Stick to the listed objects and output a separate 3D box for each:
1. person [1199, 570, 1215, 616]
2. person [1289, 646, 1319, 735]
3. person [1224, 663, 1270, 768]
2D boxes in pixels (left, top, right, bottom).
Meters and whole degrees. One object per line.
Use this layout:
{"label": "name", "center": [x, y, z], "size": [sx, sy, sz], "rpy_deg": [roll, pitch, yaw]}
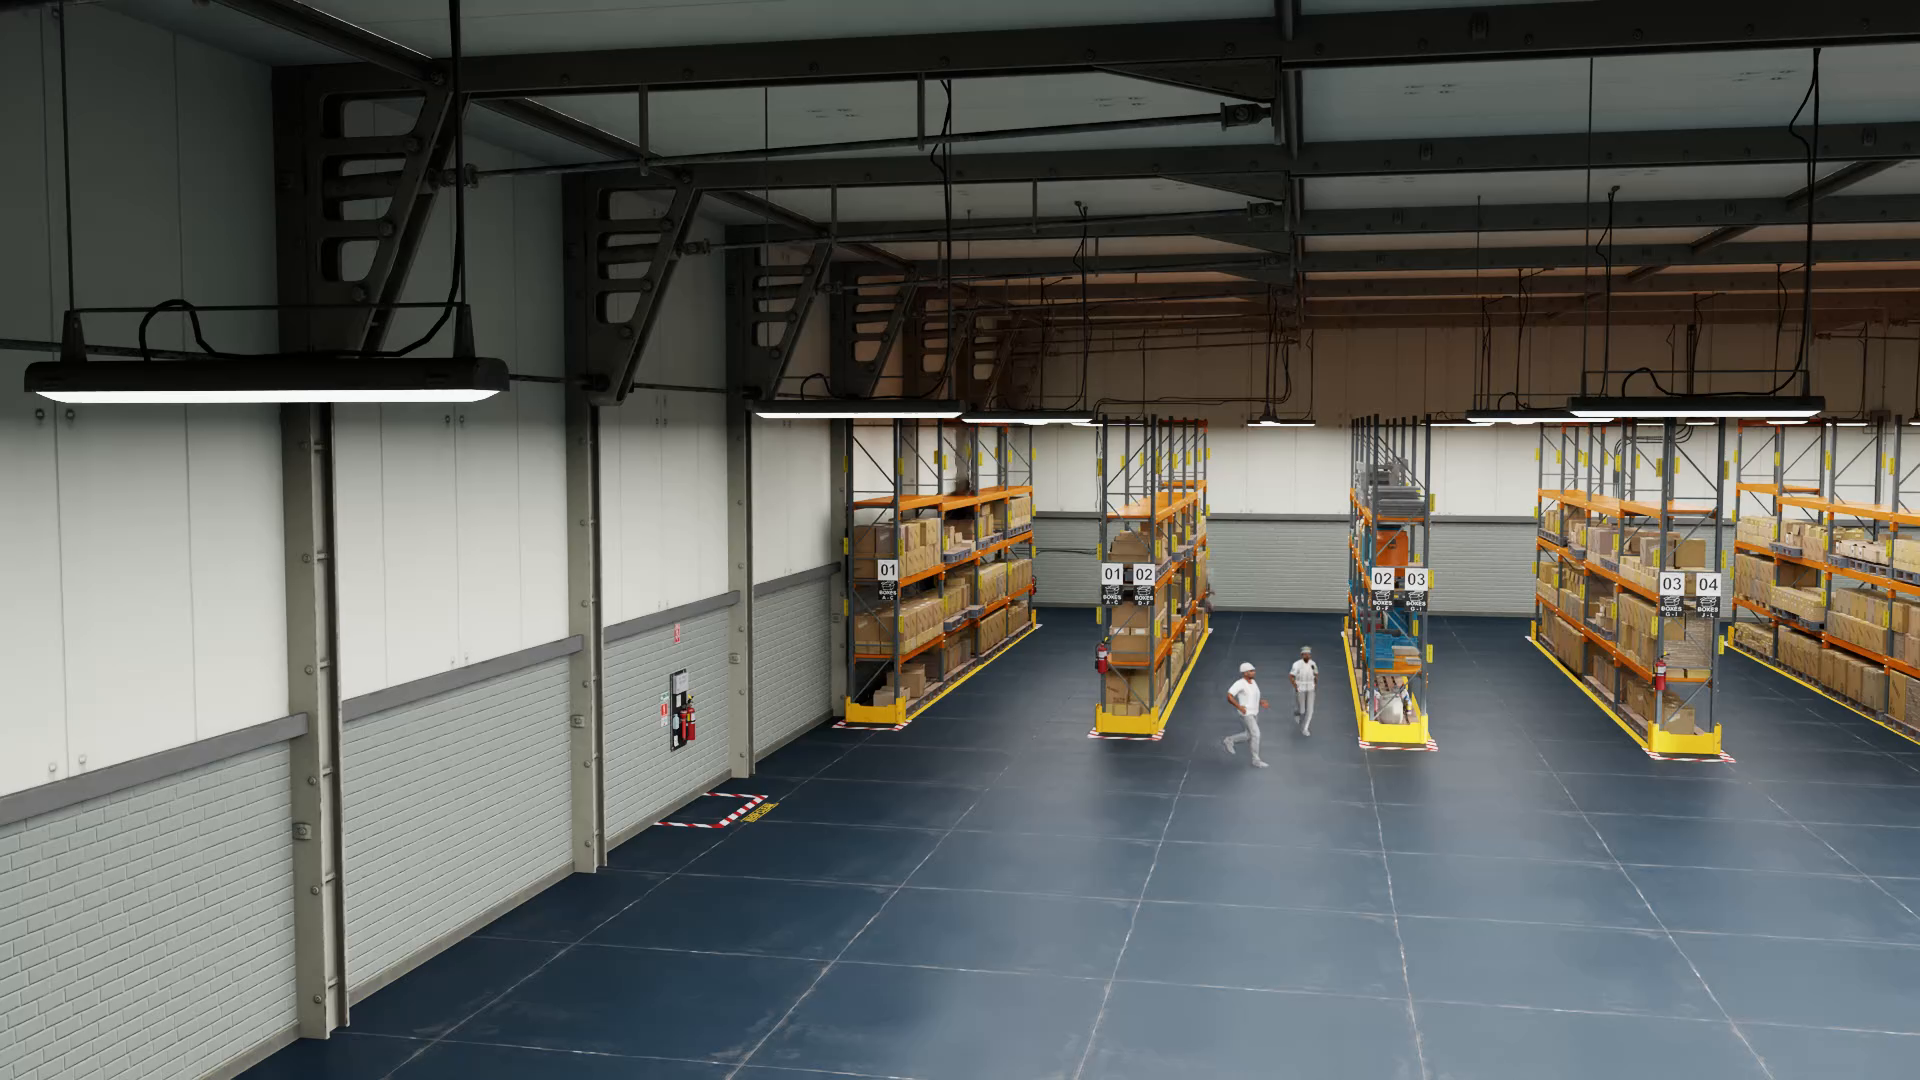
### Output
{"label": "person", "center": [7.057, 1.692, 47.989], "size": [0.579, 1.683, 0.637], "rpy_deg": [1, 4, 17]}
{"label": "person", "center": [6.497, 2.823, 31.370], "size": [0.576, 1.673, 0.596], "rpy_deg": [0, 4, -6]}
{"label": "person", "center": [4.872, 2.969, 28.367], "size": [0.872, 1.761, 0.700], "rpy_deg": [3, 5, 35]}
